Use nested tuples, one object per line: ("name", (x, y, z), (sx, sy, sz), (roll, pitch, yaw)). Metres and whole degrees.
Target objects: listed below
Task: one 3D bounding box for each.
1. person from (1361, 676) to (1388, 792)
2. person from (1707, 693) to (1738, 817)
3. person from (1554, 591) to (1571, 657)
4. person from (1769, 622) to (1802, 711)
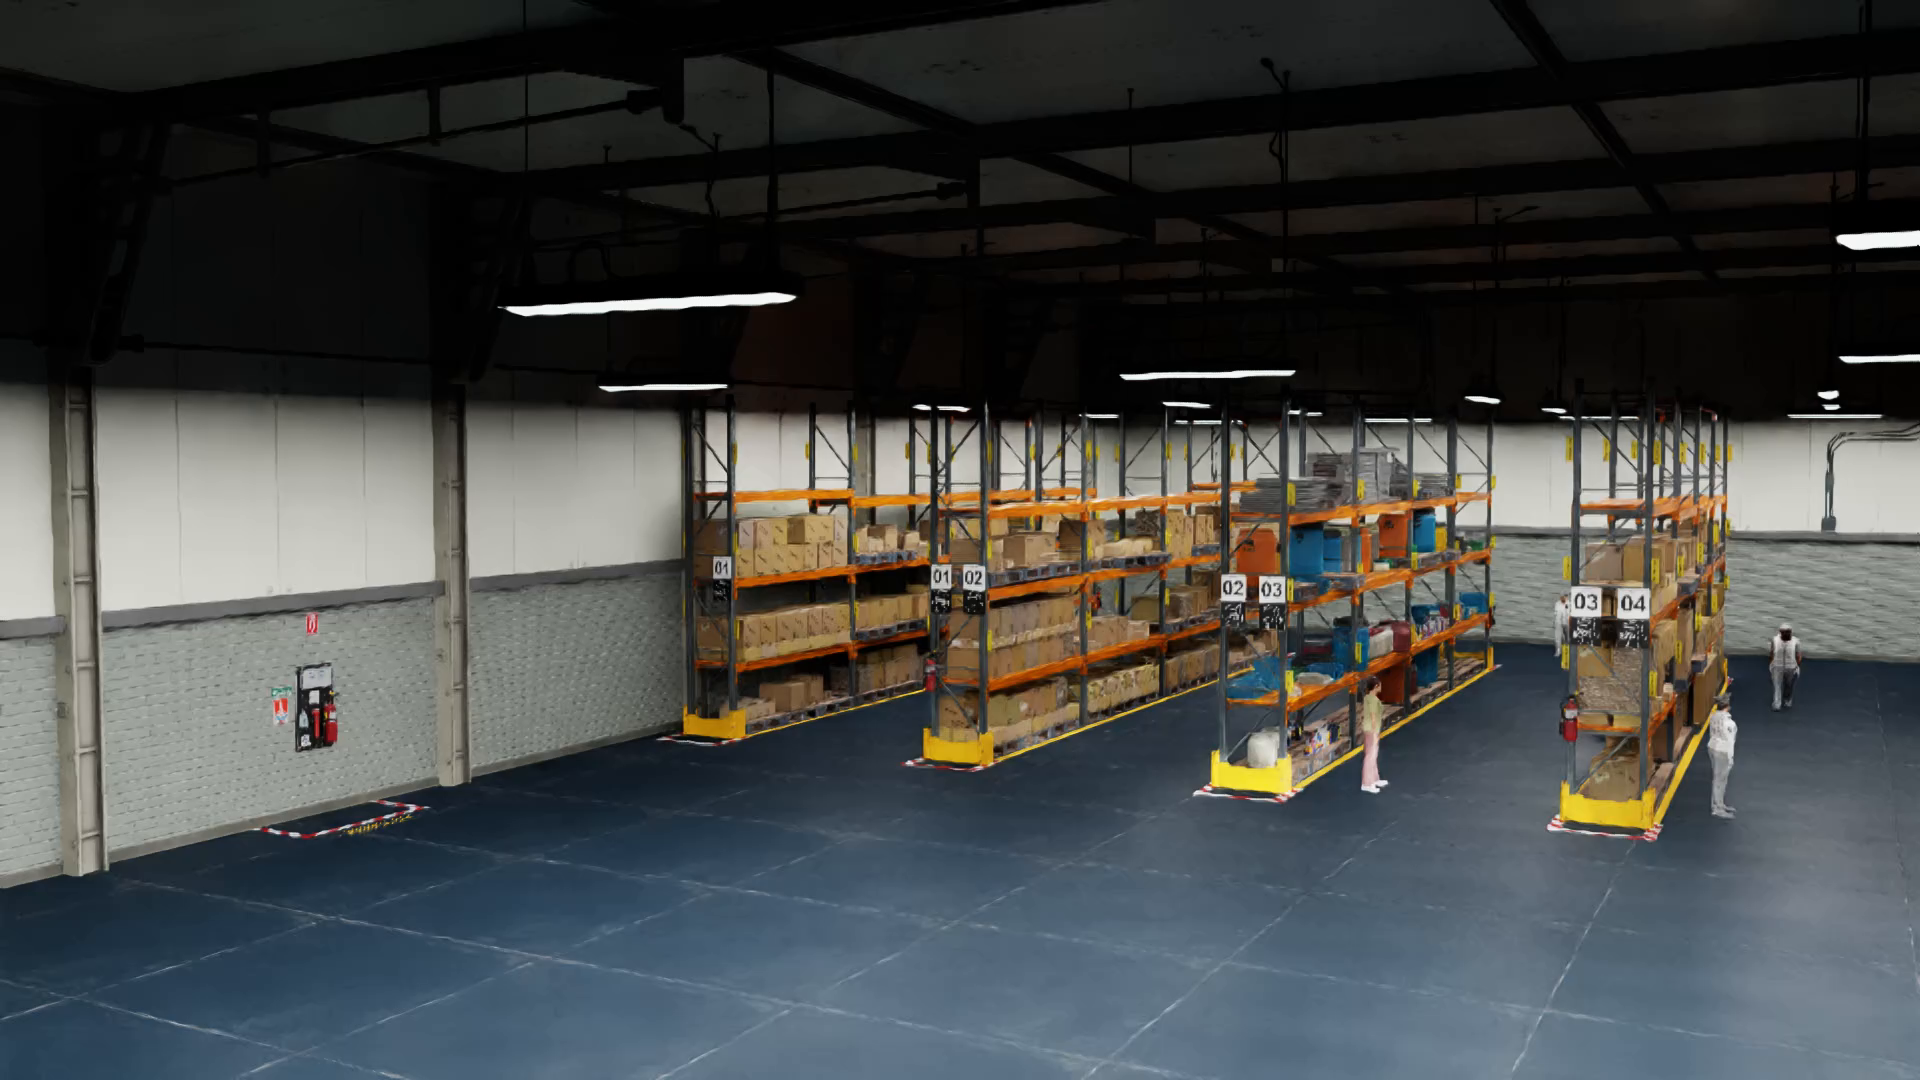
("person", (6.148, 2.852, 24.605), (0.452, 1.679, 0.538), (0, 3, 3))
("person", (10.534, 2.945, 22.916), (0.416, 1.677, 0.537), (0, 3, -1))
("person", (14.819, 2.049, 40.780), (0.493, 1.605, 0.991), (2, 3, 27))
("person", (15.979, 2.440, 32.197), (0.563, 1.707, 1.127), (1, 3, 26))
